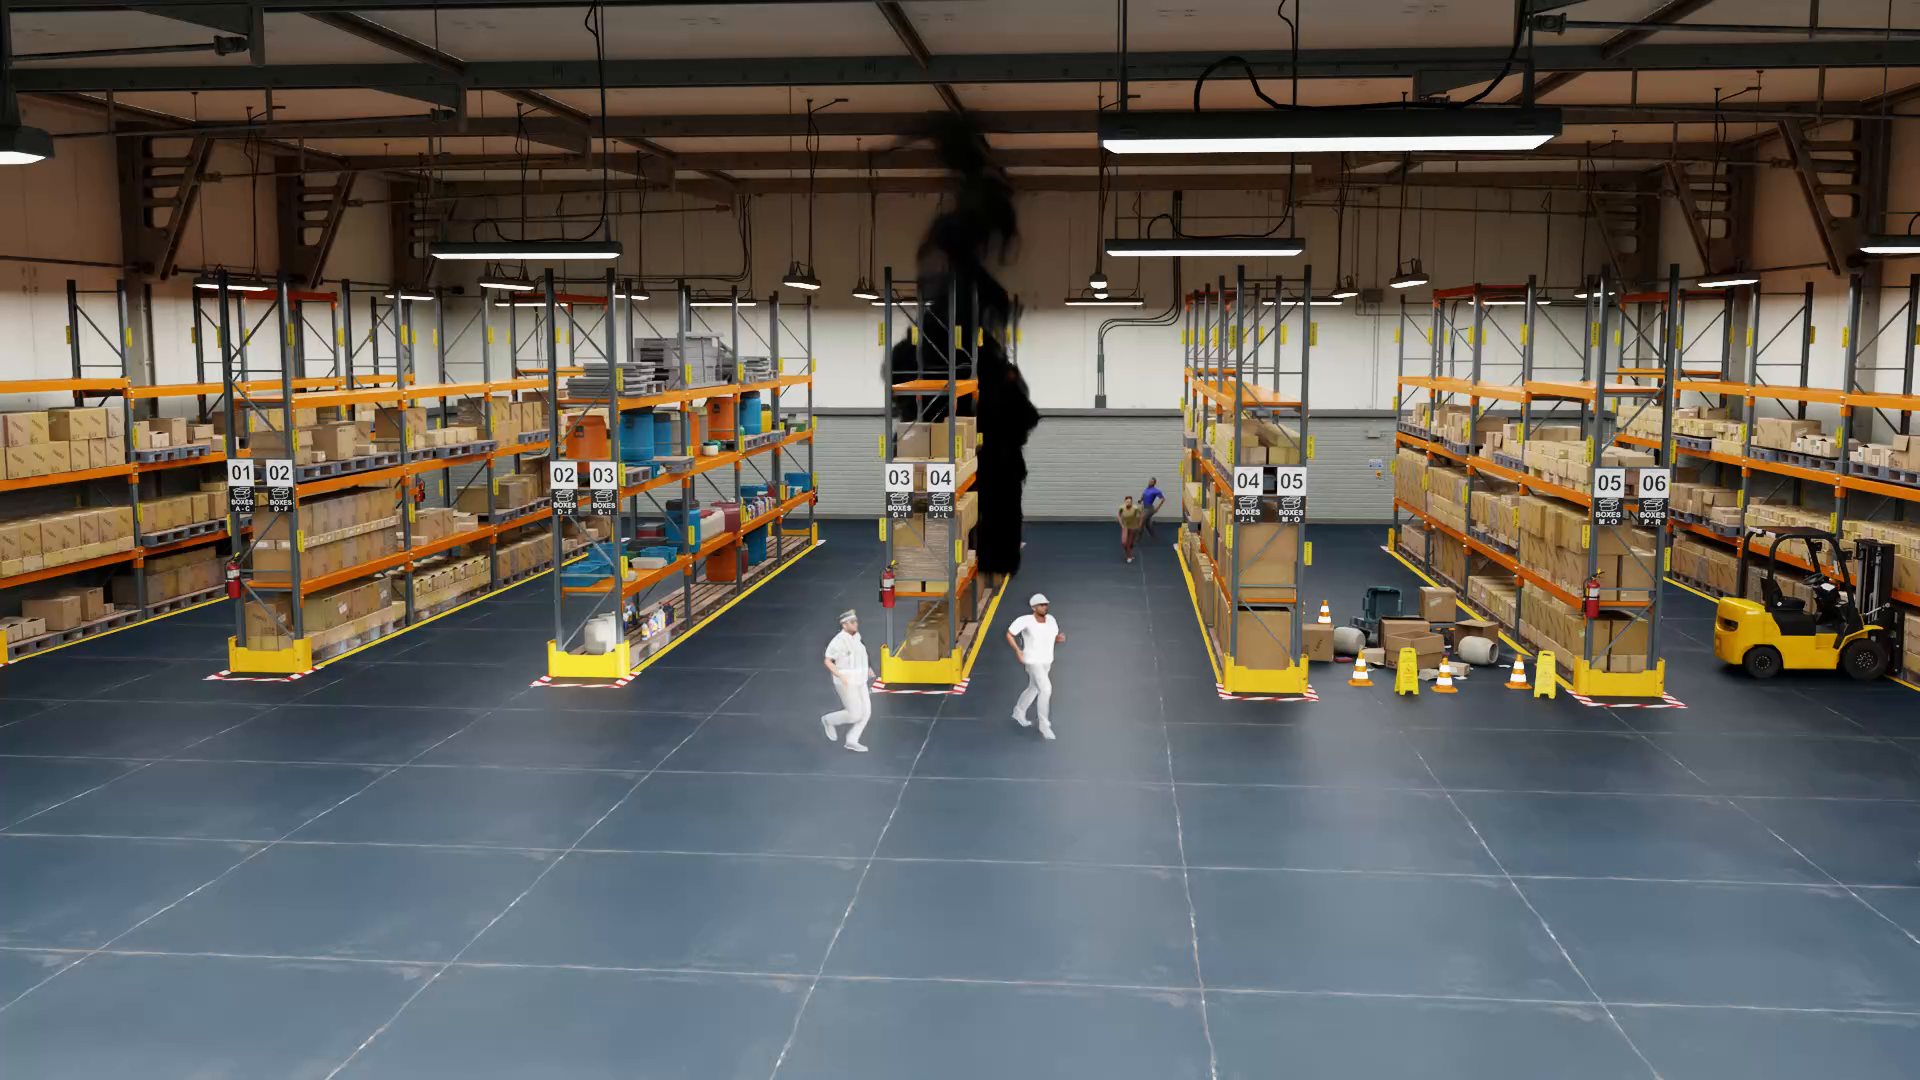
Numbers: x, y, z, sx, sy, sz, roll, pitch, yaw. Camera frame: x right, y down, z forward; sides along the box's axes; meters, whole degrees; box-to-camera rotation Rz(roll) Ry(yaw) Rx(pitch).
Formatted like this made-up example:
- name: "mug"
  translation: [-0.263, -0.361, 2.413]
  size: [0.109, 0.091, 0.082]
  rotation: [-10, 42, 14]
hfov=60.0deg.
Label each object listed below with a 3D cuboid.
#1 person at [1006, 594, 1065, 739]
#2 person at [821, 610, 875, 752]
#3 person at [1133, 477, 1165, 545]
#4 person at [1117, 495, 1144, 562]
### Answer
- name: "person"
  translation: [0.986, 1.578, 21.112]
  size: [0.806, 1.828, 0.666]
  rotation: [7, 10, 44]
- name: "person"
  translation: [-1.359, 1.700, 20.211]
  size: [0.602, 1.742, 0.664]
  rotation: [4, 8, 31]
- name: "person"
  translation: [4.525, -0.686, 40.157]
  size: [0.867, 1.636, 0.627]
  rotation: [-3, 8, -24]
- name: "person"
  translation: [3.842, -0.267, 37.400]
  size: [0.592, 1.532, 0.884]
  rotation: [2, 7, 12]
